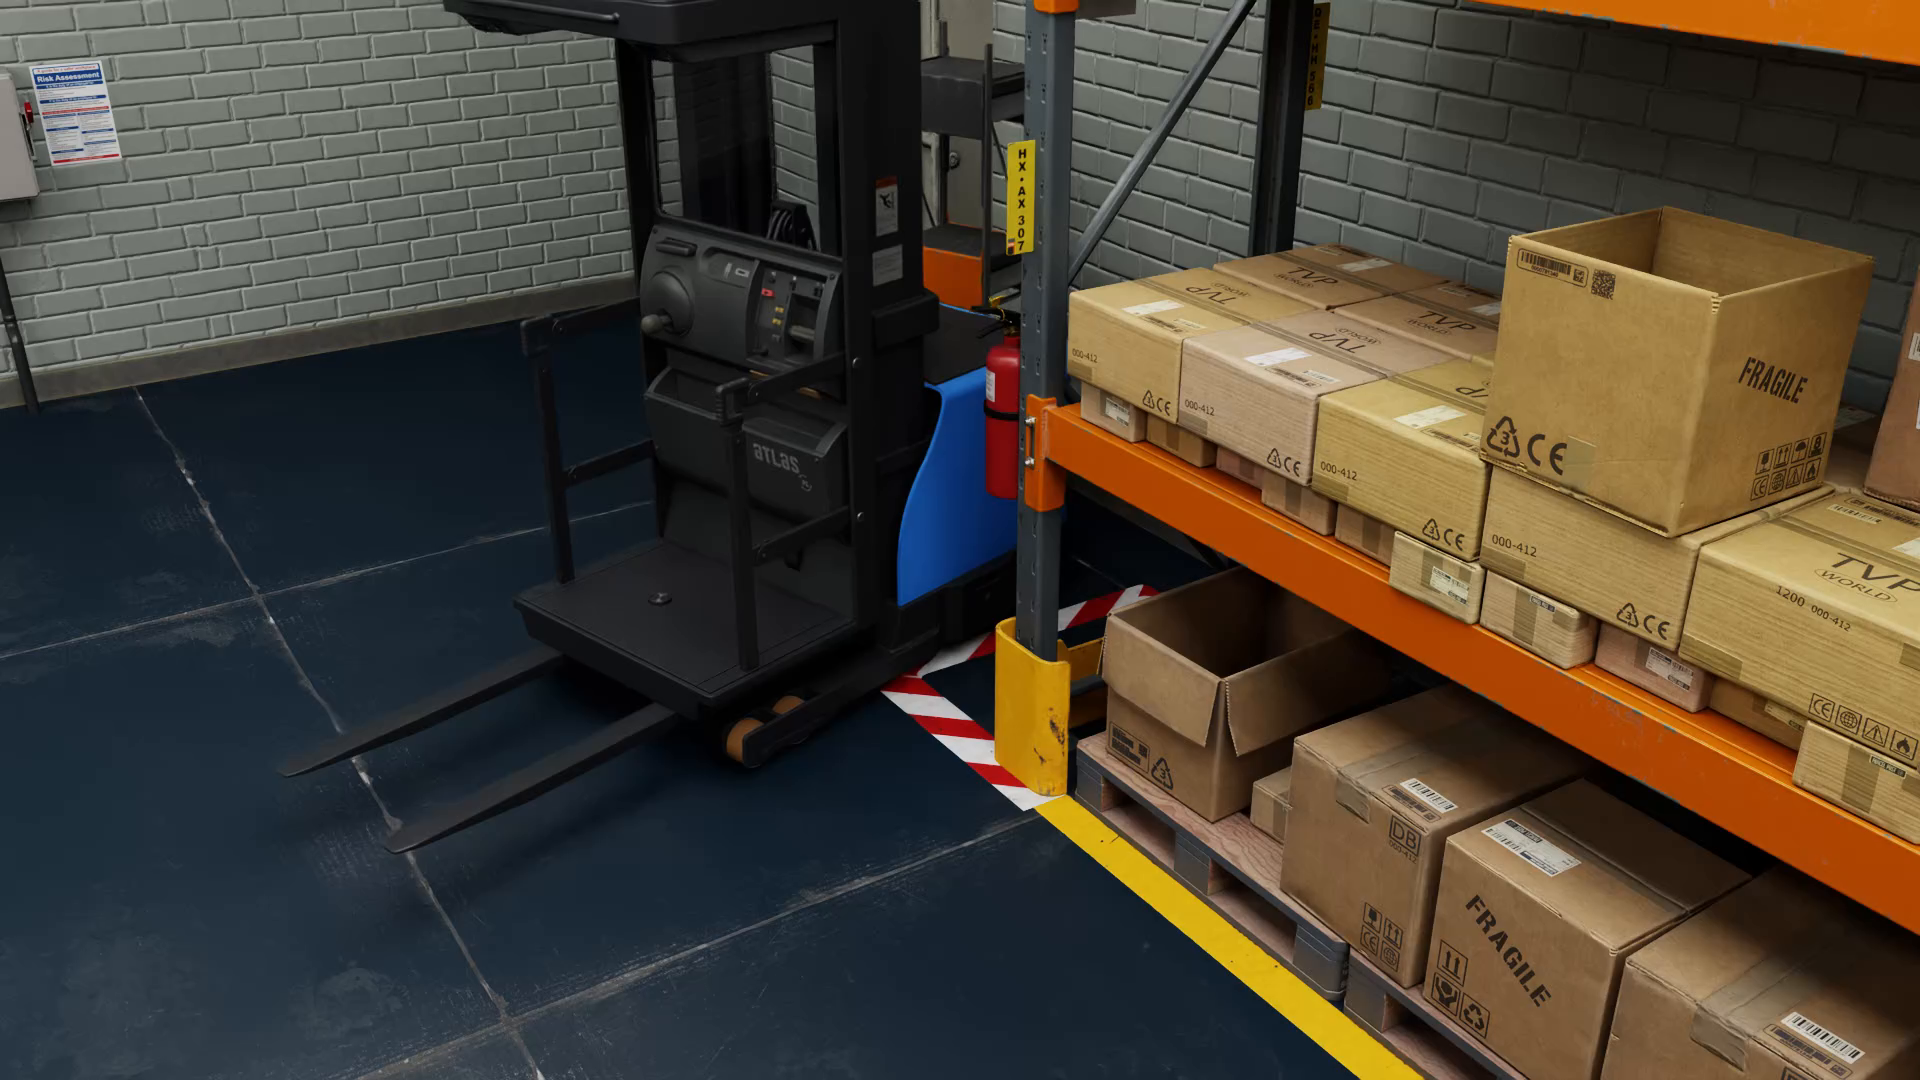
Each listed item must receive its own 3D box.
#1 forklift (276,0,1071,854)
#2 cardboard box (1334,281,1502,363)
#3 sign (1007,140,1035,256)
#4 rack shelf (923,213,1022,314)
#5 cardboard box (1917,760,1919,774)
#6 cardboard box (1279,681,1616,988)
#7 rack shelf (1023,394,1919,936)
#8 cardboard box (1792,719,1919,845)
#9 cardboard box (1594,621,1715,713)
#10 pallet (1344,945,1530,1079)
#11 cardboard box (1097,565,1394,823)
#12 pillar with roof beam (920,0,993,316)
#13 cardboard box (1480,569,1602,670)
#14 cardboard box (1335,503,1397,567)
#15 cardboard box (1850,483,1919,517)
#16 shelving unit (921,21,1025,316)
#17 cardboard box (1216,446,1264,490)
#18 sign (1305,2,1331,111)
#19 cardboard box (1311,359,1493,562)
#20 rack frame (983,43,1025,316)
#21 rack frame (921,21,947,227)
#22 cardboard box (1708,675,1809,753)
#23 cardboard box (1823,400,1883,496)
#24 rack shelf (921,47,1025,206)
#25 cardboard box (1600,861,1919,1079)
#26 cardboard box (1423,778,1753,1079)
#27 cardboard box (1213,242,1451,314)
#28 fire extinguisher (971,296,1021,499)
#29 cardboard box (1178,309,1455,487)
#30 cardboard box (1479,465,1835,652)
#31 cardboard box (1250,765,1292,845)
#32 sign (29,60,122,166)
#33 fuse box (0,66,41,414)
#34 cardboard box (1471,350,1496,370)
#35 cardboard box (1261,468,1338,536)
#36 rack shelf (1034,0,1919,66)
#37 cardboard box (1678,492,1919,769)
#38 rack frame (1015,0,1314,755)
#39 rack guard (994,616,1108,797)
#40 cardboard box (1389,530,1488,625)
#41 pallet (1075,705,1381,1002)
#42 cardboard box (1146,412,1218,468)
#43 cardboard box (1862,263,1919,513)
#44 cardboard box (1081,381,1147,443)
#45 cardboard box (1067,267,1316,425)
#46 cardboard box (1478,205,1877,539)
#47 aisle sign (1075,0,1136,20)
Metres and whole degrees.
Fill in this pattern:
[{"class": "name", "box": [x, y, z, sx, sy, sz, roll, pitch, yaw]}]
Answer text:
[{"class": "forklift", "box": [-0.898, -0.799, 5.509, 1.130, 2.935, 3.031, 20, 32, 36]}, {"class": "cardboard box", "box": [1.388, -0.505, 4.634, 0.500, 0.250, 0.500, -15, 29, -29]}, {"class": "sign", "box": [0.179, -0.991, 4.822, 0.100, 0.325, 0.005, -16, 29, -30]}, {"class": "rack shelf", "box": [0.018, -1.055, 7.056, 0.480, 0.518, 0.431, 18, 30, 32]}, {"class": "cardboard box", "box": [2.049, 0.337, 2.850, 0.500, 0.250, 0.500, -15, 29, -29]}, {"class": "cardboard box", "box": [1.323, 0.770, 4.541, 0.700, 0.500, 0.500, -14, 29, -27]}, {"class": "rack shelf", "box": [1.726, 0.315, 3.913, 1.077, 0.370, 4.000, -16, 29, -30]}, {"class": "cardboard box", "box": [1.826, 0.403, 3.178, 0.380, 0.149, 0.250, -16, 30, -30]}, {"class": "cardboard box", "box": [1.605, 0.207, 3.592, 0.380, 0.149, 0.250, -16, 29, -30]}, {"class": "pallet", "box": [1.773, 1.283, 4.285, 1.003, 0.211, 1.213, -16, 29, -30]}, {"class": "cardboard box", "box": [0.888, 0.454, 5.208, 0.797, 0.503, 0.637, -17, 30, -32]}, {"class": "pillar with roof beam", "box": [-3.690, -3.610, 4.356, 9.100, 9.000, 0.400, -16, 29, -30]}, {"class": "cardboard box", "box": [1.406, 0.131, 3.754, 0.380, 0.149, 0.250, -15, 29, -28]}, {"class": "cardboard box", "box": [1.170, -0.067, 4.172, 0.380, 0.149, 0.250, -15, 29, -29]}, {"class": "cardboard box", "box": [2.214, 0.035, 3.489, 0.500, 0.250, 0.500, -15, 29, -28]}, {"class": "shelving unit", "box": [0.018, -1.067, 7.050, 0.503, 2.100, 0.431, 18, 30, 32]}, {"class": "cardboard box", "box": [0.934, -0.265, 4.592, 0.380, 0.149, 0.250, -16, 30, -30]}, {"class": "sign", "box": [1.110, -1.515, 5.219, 0.100, 0.325, 0.005, -16, 29, -30]}, {"class": "cardboard box", "box": [1.211, -0.207, 4.002, 0.500, 0.250, 0.500, -16, 30, -31]}, {"class": "rack frame", "box": [0.214, -1.005, 6.919, 0.015, 2.100, 0.400, 18, 30, 32]}, {"class": "rack frame", "box": [-0.179, -1.129, 7.180, 0.015, 2.100, 0.400, 18, 30, 32]}, {"class": "cardboard box", "box": [1.779, 0.284, 3.428, 0.380, 0.149, 0.250, -15, 29, -29]}, {"class": "cardboard box", "box": [1.940, -0.140, 3.860, 0.500, 0.250, 0.500, -16, 29, -30]}, {"class": "rack shelf", "box": [0.019, -1.688, 6.756, 0.480, 0.518, 0.431, 18, 30, 32]}, {"class": "cardboard box", "box": [1.889, 1.141, 3.755, 0.700, 0.500, 0.500, -17, 30, -31]}, {"class": "cardboard box", "box": [1.527, 0.982, 4.091, 0.500, 0.500, 0.500, -15, 29, -29]}, {"class": "cardboard box", "box": [1.107, -0.690, 5.025, 0.500, 0.250, 0.500, -15, 29, -28]}, {"class": "fire extinguisher", "box": [0.166, -0.467, 5.254, 0.296, 0.674, 0.183, -16, 29, -30]}, {"class": "cardboard box", "box": [0.931, -0.387, 4.384, 0.500, 0.250, 0.500, -15, 29, -29]}, {"class": "cardboard box", "box": [1.508, -0.029, 3.625, 0.500, 0.250, 0.500, -16, 30, -31]}, {"class": "cardboard box", "box": [1.088, 0.775, 4.942, 0.380, 0.149, 0.250, -17, 30, -32]}, {"class": "sign", "box": [-4.480, -2.163, 8.429, 0.329, 0.494, 0.001, -16, 29, -30]}, {"class": "fuse box", "box": [-4.781, -1.434, 8.284, 0.539, 1.711, 0.414, -16, 29, -30]}, {"class": "cardboard box", "box": [1.654, -0.327, 4.257, 0.500, 0.250, 0.500, -15, 29, -28]}, {"class": "cardboard box", "box": [1.020, -0.160, 4.370, 0.380, 0.149, 0.250, -15, 29, -28]}, {"class": "rack shelf", "box": [1.726, -1.042, 3.272, 1.077, 0.370, 4.000, -16, 29, -30]}, {"class": "cardboard box", "box": [1.788, 0.155, 3.234, 0.500, 0.250, 0.500, -16, 30, -30]}, {"class": "rack frame", "box": [0.634, -0.726, 5.274, 1.000, 3.000, 0.127, -16, 29, -30]}, {"class": "rack guard", "box": [0.675, 0.431, 5.750, 1.175, 0.500, 0.348, -16, 29, -30]}, {"class": "cardboard box", "box": [1.245, 0.041, 3.943, 0.380, 0.149, 0.250, -16, 30, -31]}, {"class": "pallet", "box": [1.111, 0.847, 5.209, 1.003, 0.211, 1.213, -16, 29, -30]}, {"class": "cardboard box", "box": [0.761, -0.351, 4.774, 0.380, 0.149, 0.250, -15, 29, -28]}, {"class": "cardboard box", "box": [2.228, -0.296, 3.312, 0.500, 0.500, 0.500, -16, 30, -31]}, {"class": "cardboard box", "box": [0.584, -0.431, 4.944, 0.380, 0.149, 0.250, -16, 30, -30]}, {"class": "cardboard box", "box": [0.656, -0.568, 4.766, 0.500, 0.250, 0.500, -15, 29, -29]}, {"class": "cardboard box", "box": [1.475, -0.370, 3.470, 0.500, 0.500, 0.500, -15, 29, -28]}, {"class": "aisle sign", "box": [0.351, -1.858, 4.626, 0.394, 0.787, 0.004, -16, 29, -30]}]
